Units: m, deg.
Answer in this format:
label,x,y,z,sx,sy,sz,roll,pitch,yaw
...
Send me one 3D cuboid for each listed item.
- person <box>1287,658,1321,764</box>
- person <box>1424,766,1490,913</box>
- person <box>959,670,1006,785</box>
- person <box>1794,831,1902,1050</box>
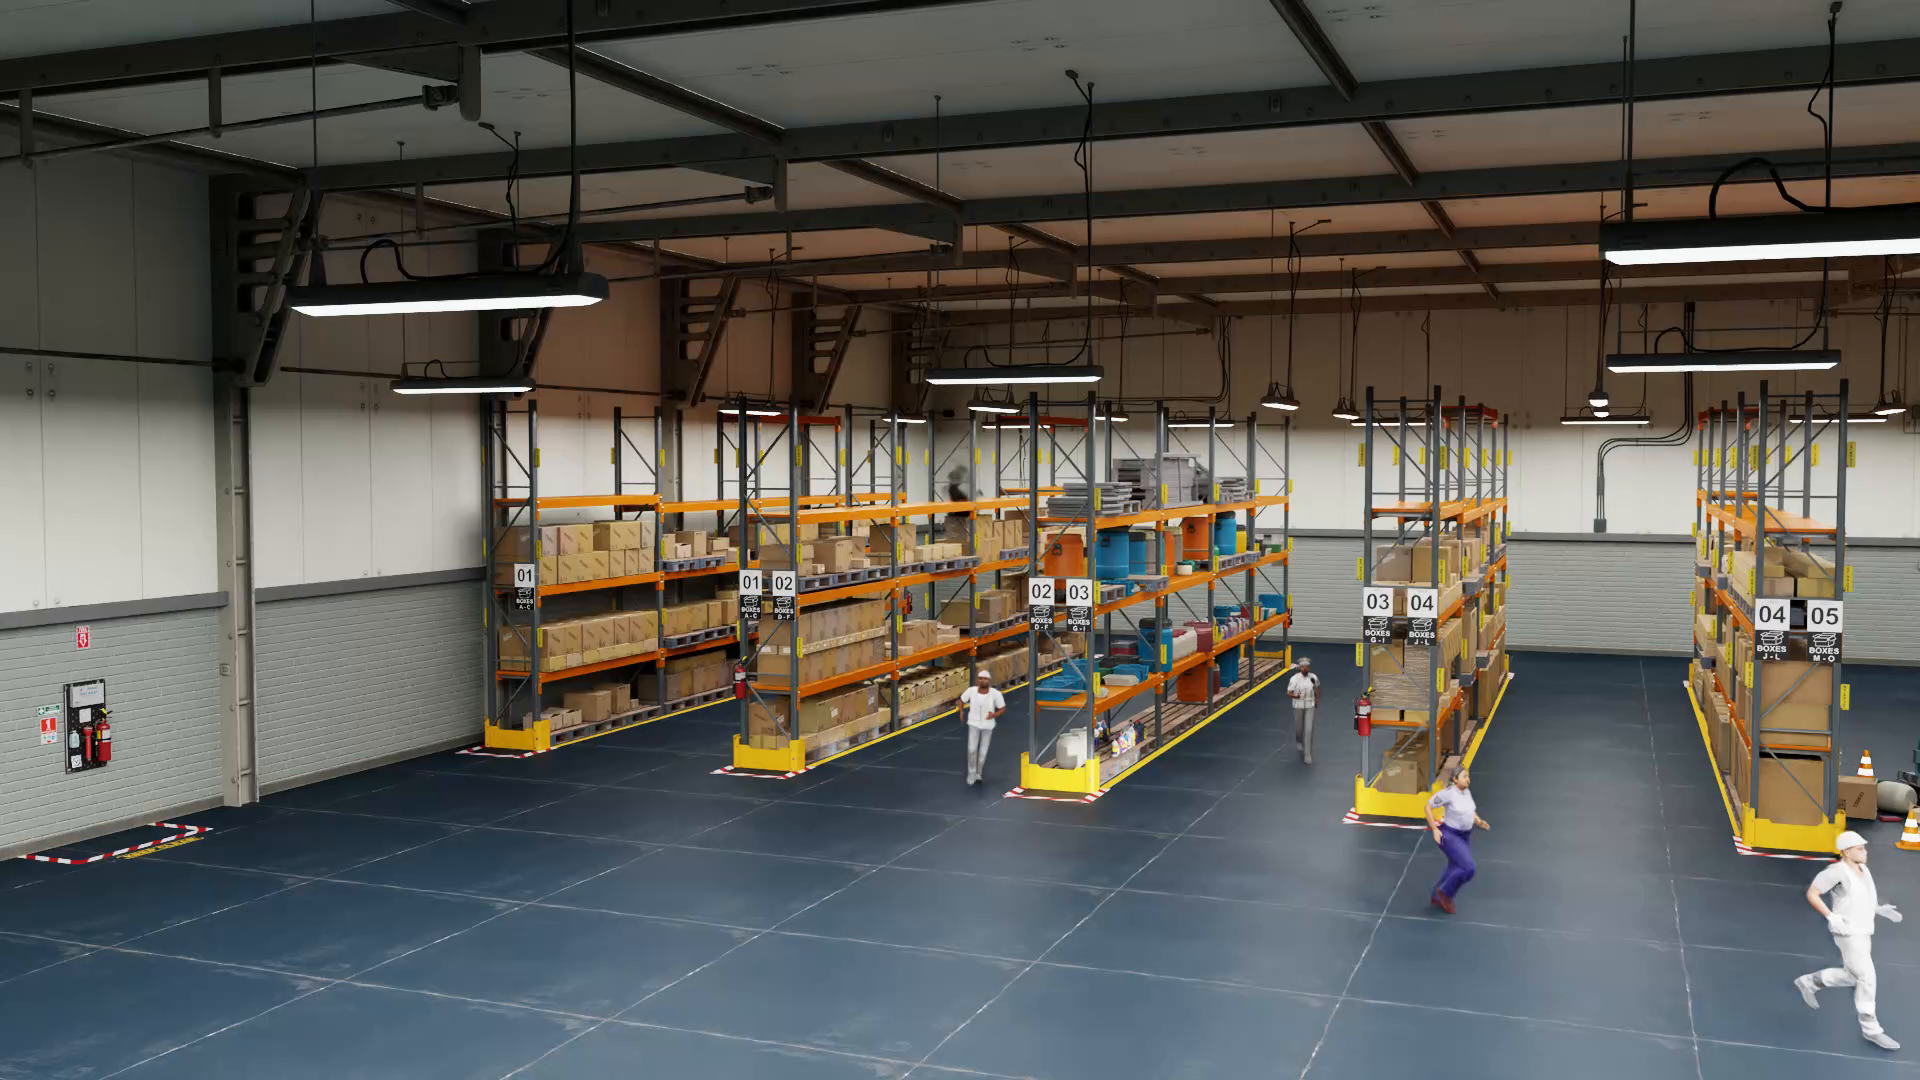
label,x,y,z,sx,sy,sz,roll,pitch,yaw
person,5.695,2.782,27.505,0.579,1.698,0.924,0,3,7
person,5.458,3.294,18.239,0.576,1.592,0.721,-3,4,-42
person,0.338,2.877,25.498,0.731,1.777,0.611,0,3,3
person,7.674,3.407,14.395,0.656,1.787,0.932,-2,3,-36
